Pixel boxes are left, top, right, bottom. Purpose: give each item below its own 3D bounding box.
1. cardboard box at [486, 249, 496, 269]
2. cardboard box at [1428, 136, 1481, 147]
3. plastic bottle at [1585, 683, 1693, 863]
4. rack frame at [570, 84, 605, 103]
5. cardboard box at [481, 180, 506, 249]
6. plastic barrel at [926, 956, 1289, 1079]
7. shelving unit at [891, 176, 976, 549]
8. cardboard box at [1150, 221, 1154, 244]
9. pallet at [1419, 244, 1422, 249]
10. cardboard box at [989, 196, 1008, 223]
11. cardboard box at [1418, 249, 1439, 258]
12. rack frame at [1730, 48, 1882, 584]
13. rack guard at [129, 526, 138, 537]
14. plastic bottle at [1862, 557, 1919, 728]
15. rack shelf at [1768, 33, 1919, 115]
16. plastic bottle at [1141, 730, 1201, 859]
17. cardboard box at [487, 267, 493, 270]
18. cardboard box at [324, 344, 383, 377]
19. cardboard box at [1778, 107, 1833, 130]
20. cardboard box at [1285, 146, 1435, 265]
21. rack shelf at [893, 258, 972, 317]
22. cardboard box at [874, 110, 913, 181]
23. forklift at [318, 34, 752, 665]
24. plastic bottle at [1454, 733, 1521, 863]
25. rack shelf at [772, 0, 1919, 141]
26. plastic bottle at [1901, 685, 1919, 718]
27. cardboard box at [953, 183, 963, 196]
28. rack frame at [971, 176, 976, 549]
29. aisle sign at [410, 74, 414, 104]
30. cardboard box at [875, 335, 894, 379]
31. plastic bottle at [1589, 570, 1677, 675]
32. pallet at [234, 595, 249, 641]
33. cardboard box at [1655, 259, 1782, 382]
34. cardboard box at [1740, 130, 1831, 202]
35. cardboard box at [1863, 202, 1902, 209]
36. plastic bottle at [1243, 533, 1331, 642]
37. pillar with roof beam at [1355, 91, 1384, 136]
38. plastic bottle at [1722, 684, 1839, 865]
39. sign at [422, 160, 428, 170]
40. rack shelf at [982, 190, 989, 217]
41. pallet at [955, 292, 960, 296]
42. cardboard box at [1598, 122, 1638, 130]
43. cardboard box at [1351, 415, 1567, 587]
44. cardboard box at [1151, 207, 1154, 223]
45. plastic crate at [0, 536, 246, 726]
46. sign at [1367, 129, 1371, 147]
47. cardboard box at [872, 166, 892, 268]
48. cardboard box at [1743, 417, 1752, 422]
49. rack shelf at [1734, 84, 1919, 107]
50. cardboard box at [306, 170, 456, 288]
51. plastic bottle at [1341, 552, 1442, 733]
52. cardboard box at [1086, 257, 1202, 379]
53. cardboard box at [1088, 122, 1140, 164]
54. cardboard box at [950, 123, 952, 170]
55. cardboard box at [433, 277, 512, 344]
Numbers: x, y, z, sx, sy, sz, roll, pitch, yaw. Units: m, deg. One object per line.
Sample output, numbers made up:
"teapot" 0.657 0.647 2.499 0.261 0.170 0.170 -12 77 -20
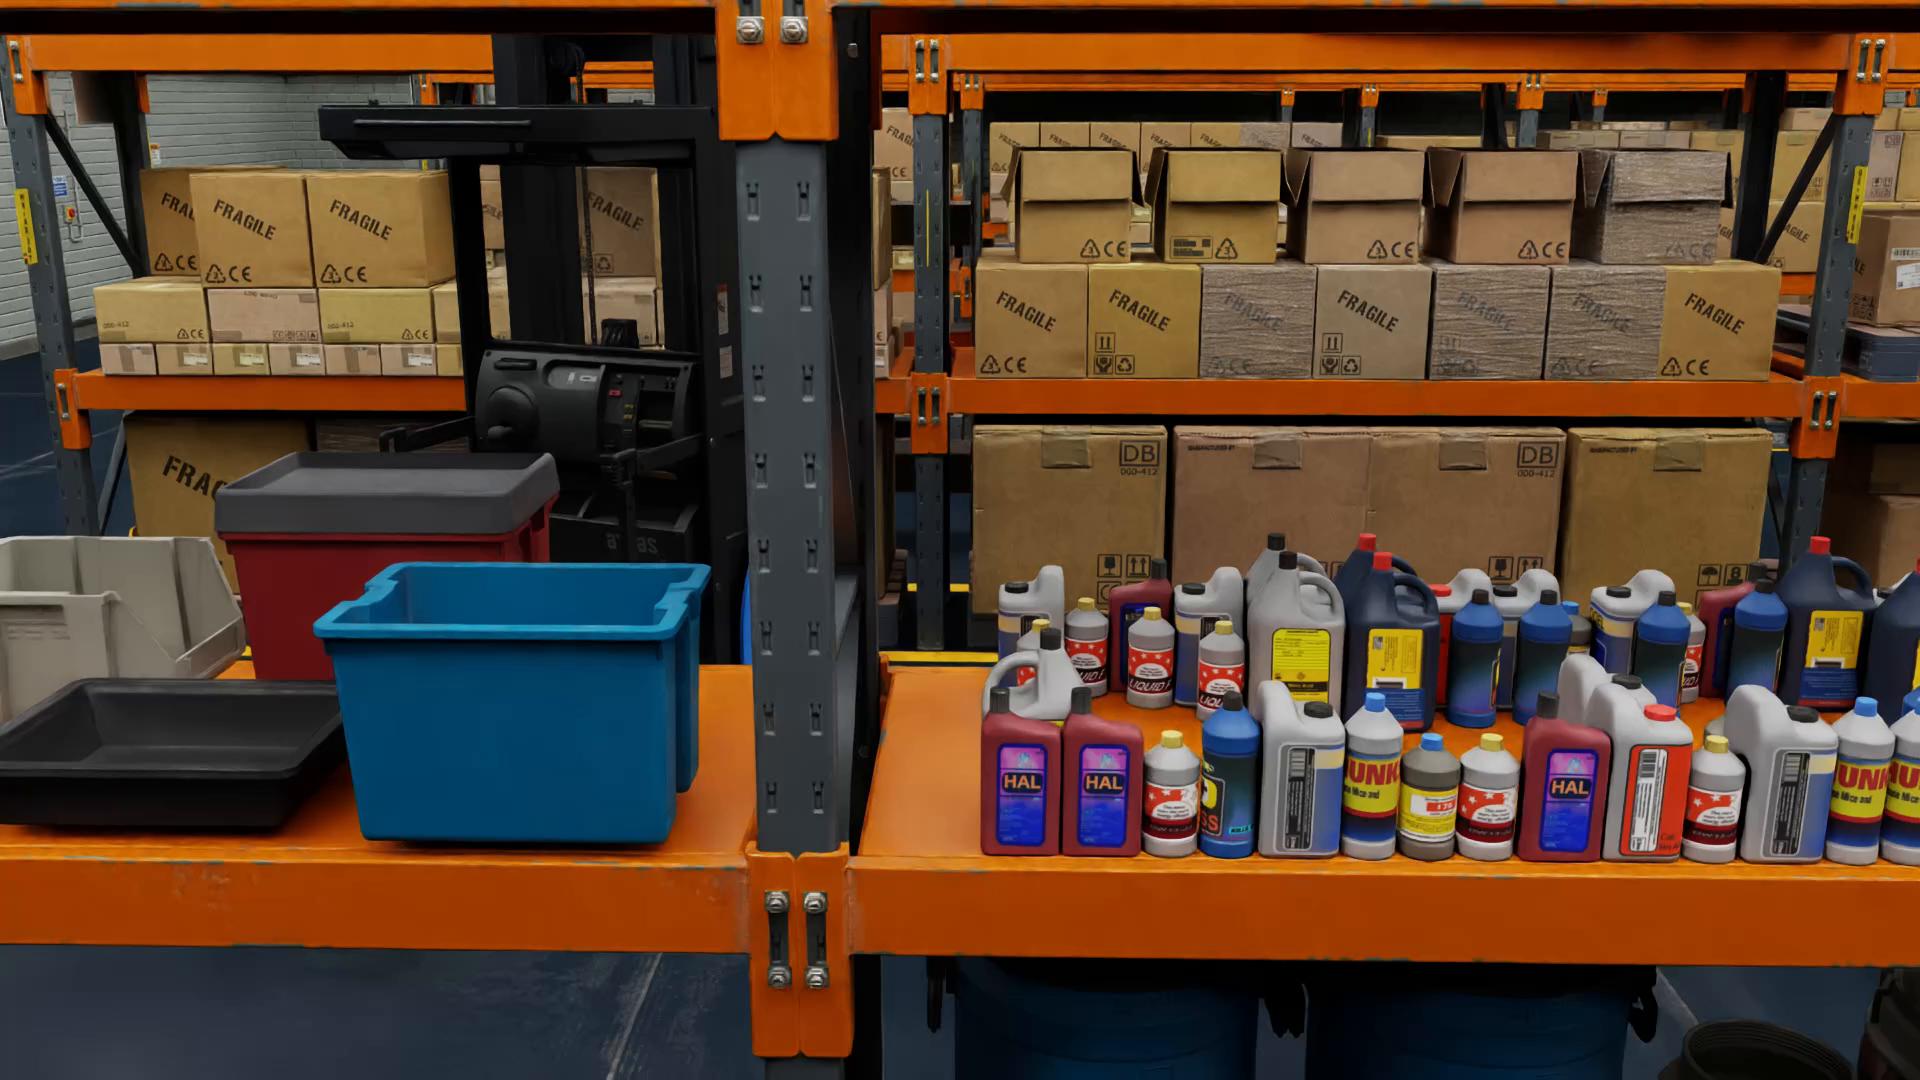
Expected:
"cardboard box" -3.584 -2.133 12.538 0.250 0.149 0.380 0 15 1
"cardboard box" 5.089 -3.883 17.075 0.500 0.500 0.500 1 15 4
"plastic bottle" 1.124 0.379 2.766 0.135 0.276 0.152 0 15 1
"rack frame" -3.874 -3.603 17.618 0.127 3.000 1.000 0 15 1
"cardboard box" -3.458 -2.459 12.502 0.500 0.500 0.500 1 15 4
"plastic barrel" 0.289 1.032 3.337 0.708 0.901 0.600 0 15 1
"shelving unit" -0.165 -1.016 9.576 0.503 2.100 0.431 0 15 1
"cardboard box" 1.514 -2.270 12.232 0.250 0.149 0.380 0 15 -1
"pallet" 3.383 -2.173 12.572 1.003 0.211 1.213 0 15 1
"cardboard box" 0.558 -3.435 17.272 0.500 0.250 0.500 0 15 0
"cardboard box" 2.364 -1.150 8.123 0.500 0.500 0.500 0 15 0
"rack frame" 3.870 -1.024 7.841 0.127 3.000 1.000 0 15 1
"rack guard" -4.151 0.132 8.358 0.348 0.500 1.175 0 15 1
"plastic bottle" 1.904 0.206 3.275 0.185 0.351 0.144 0 15 1
"rack shelf" 5.870 -2.114 7.501 4.000 0.370 1.077 0 15 1
"plastic bottle" 0.350 0.417 2.768 0.097 0.201 0.097 0 15 0
"cardboard box" -2.620 -1.205 8.239 0.500 0.250 0.500 0 15 0
"cardboard box" -2.753 -0.862 7.720 0.250 0.149 0.380 0 15 0
"cardboard box" 8.556 -4.143 16.923 0.500 0.500 0.700 0 15 1
"cardboard box" 1.818 -1.574 7.763 0.637 0.503 0.797 1 15 3
"rack shelf" -1.900 -1.980 12.873 4.000 0.370 1.077 0 15 1
"cardboard box" -0.377 -2.924 12.304 0.500 0.500 0.500 0 15 -1
"forklift" -1.494 -0.512 6.034 1.130 2.935 3.031 6 16 22
"plastic bottle" 0.874 0.421 2.755 0.097 0.201 0.097 0 15 0
"rack shelf" 1.745 -0.877 2.812 4.000 0.370 1.077 0 15 1
"plastic bottle" 1.669 0.355 2.866 0.097 0.271 0.097 0 15 0
"cardboard box" -0.077 -4.659 22.113 0.250 0.149 0.380 1 15 2
"rack frame" 0.078 -1.015 9.570 0.015 2.100 0.400 0 15 1
"aisle sign" -3.980 -3.521 12.211 0.004 0.787 0.394 0 15 1
"cardboard box" -0.441 -0.847 7.663 0.250 0.149 0.380 0 15 2
"plastic bottle" 1.383 0.201 3.441 0.135 0.276 0.152 0 15 1
"pallet" -3.326 0.257 8.451 1.213 0.211 1.003 0 15 1
"cardboard box" 3.371 -1.012 7.601 0.500 0.500 0.500 1 15 3
"cardboard box" 6.076 -2.806 12.438 0.500 0.500 0.700 0 15 1
"cardboard box" 6.558 -2.252 12.301 0.500 0.500 0.500 1 15 2
"plastic bottle" 0.672 0.159 3.453 0.185 0.351 0.144 0 15 1
"pillar with roof beam" 5.463 -6.841 18.131 0.400 9.000 9.100 0 15 1
"plastic bottle" 1.356 0.381 2.760 0.135 0.276 0.152 0 15 1
"sign" -3.913 -2.621 12.196 0.005 0.325 0.100 0 15 1
"rack shelf" 2.247 -4.482 22.360 4.000 0.370 1.077 0 15 1
"pallet" -0.439 -3.500 22.691 1.213 0.211 1.003 0 15 1
"cardboard box" 6.691 -4.176 16.916 0.250 0.149 0.380 0 15 -1
"cardboard box" 2.290 -0.217 8.125 0.875 0.875 1.225 0 15 2
"cardboard box" 1.528 -2.414 12.197 0.250 0.149 0.380 1 15 4
"plastic crate" -1.777 0.184 3.376 0.530 0.282 0.437 0 15 1
"sign" 4.113 -3.970 16.736 0.005 0.325 0.100 0 15 1
"cardboard box" -0.601 -1.552 8.085 0.500 0.500 0.500 0 15 1
"cardboard box" 5.579 -1.372 12.746 0.750 0.750 1.050 1 15 2
"rack shelf" 10.122 -4.615 16.981 4.000 0.370 1.077 0 15 1
"cardboard box" -2.636 -1.433 7.632 0.500 0.500 0.500 0 15 0
"plastic bottle" 0.854 0.197 3.309 0.185 0.351 0.144 0 15 1
"cardboard box" 0.828 -1.029 7.663 0.500 0.500 0.500 0 15 2
"cardboard box" 1.568 -4.033 17.090 0.500 0.500 0.500 0 15 0
"cardboard box" -0.345 -4.174 17.625 0.500 0.500 0.500 0 15 2
"cardboard box" -2.110 -1.068 7.717 0.500 0.250 0.500 0 15 0
